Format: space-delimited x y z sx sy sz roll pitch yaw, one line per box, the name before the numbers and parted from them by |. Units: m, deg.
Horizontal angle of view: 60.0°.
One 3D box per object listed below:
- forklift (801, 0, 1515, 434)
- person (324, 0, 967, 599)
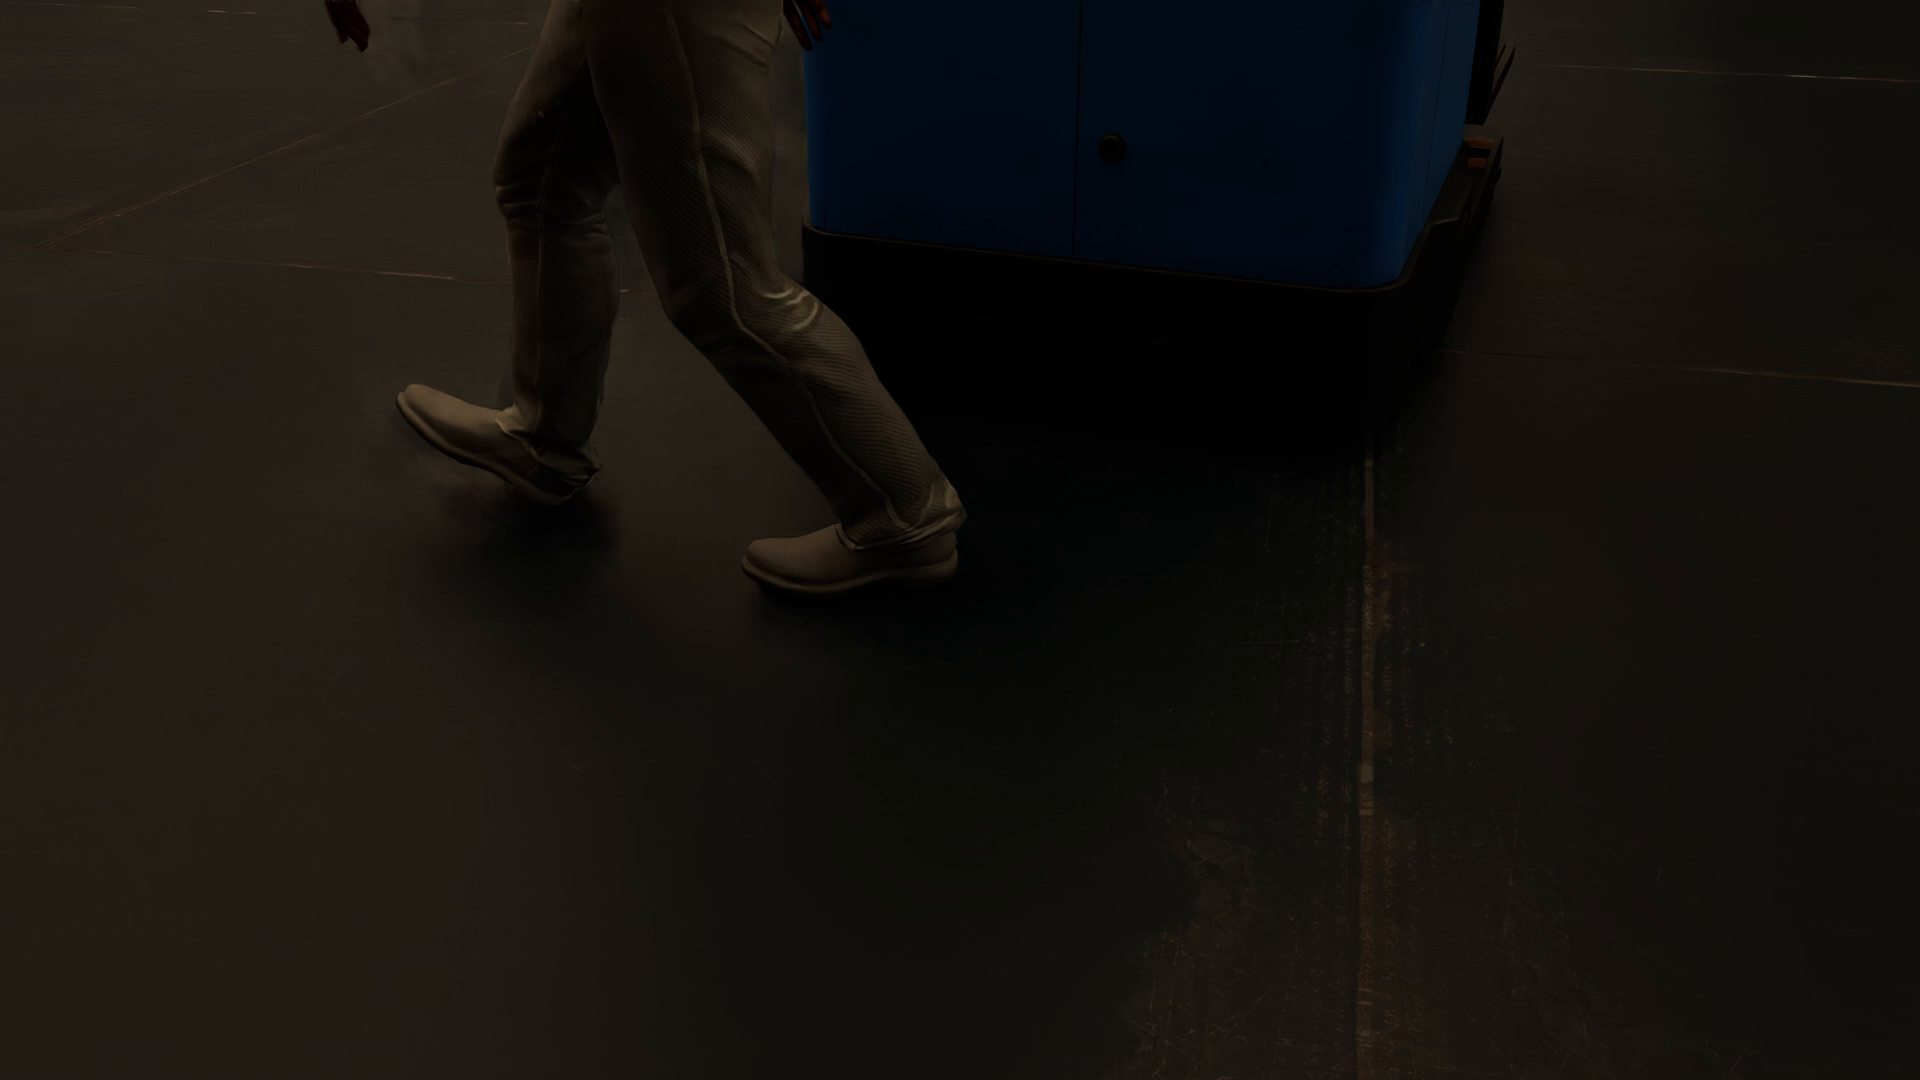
forklift | 0.718 -2.121 3.451 1.130 2.935 3.031 10 28 18
person | -0.434 -0.767 2.158 0.880 1.718 0.725 -1 27 -1
